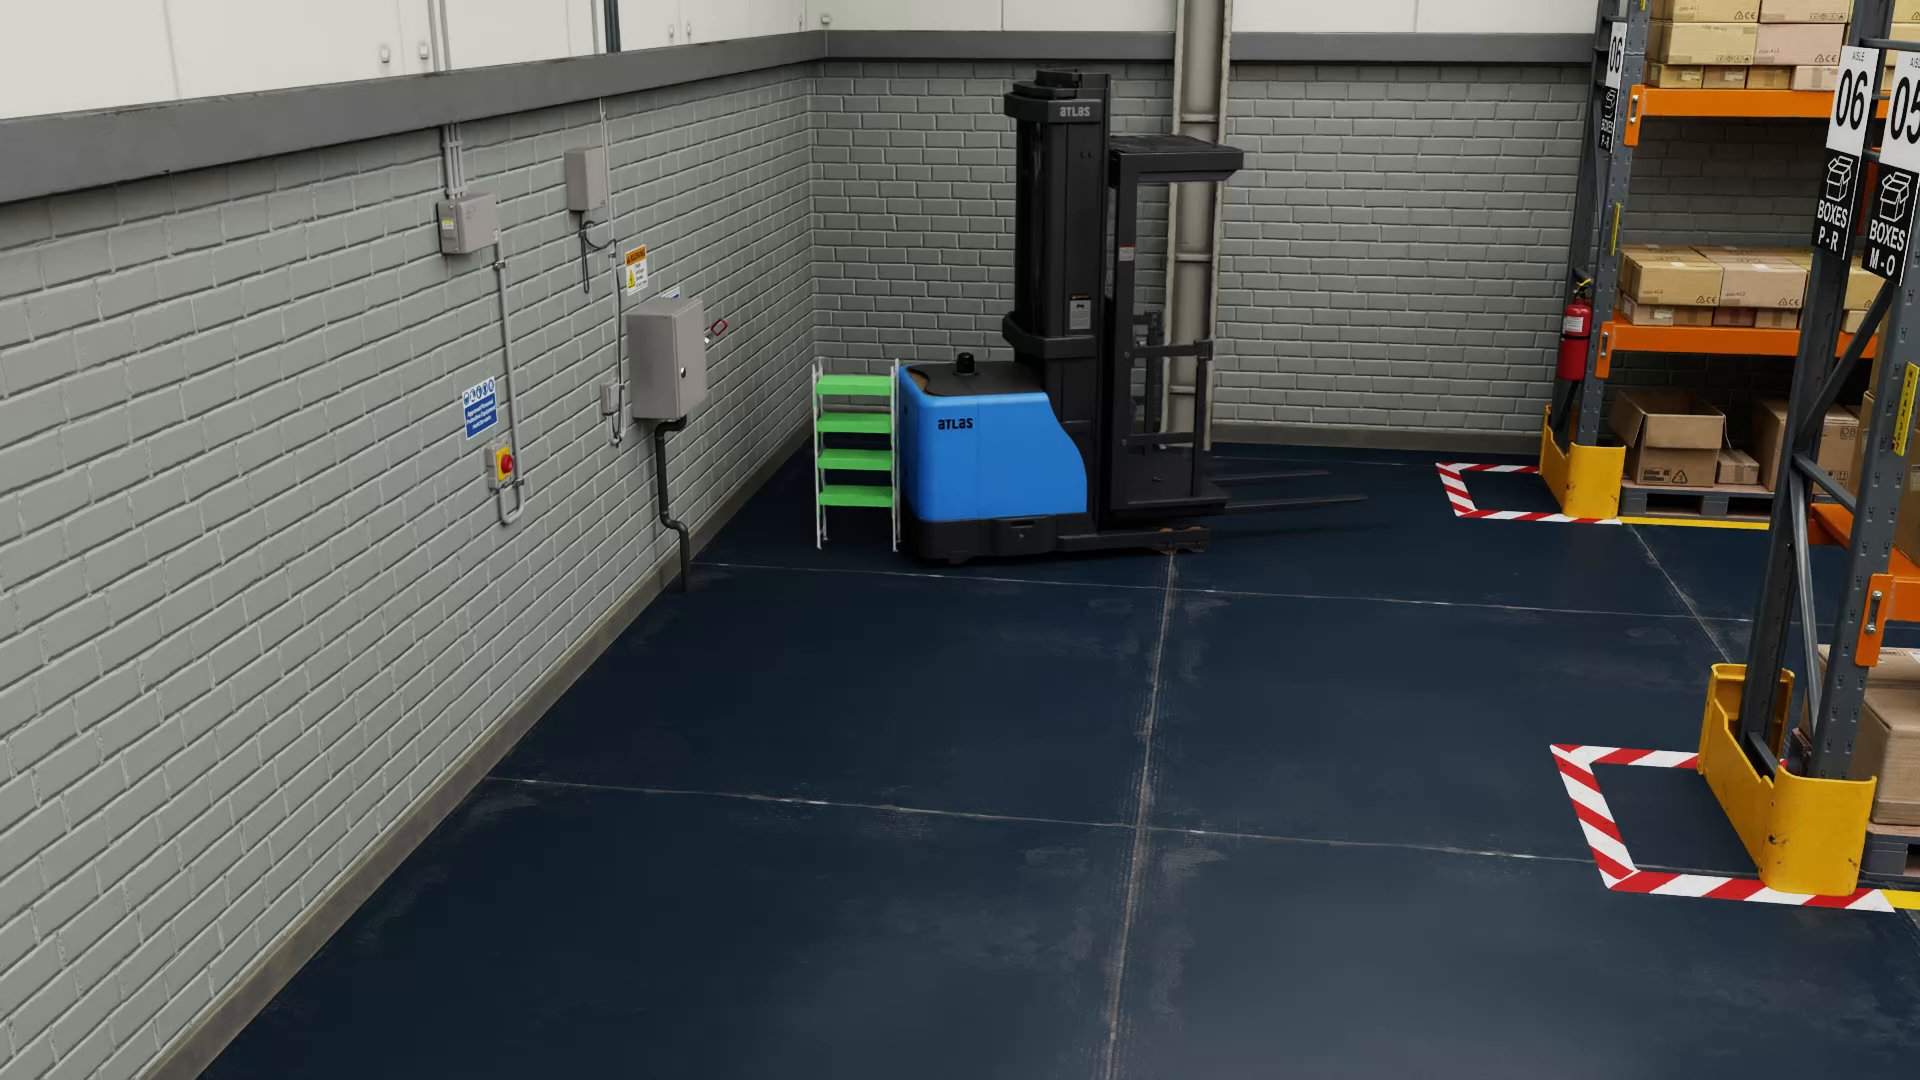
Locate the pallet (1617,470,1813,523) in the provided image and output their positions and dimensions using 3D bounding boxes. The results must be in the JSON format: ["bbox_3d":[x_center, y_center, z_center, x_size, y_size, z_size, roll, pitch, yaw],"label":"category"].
[{"bbox_3d":[5.148,-0.386,11.624,1.213,0.211,1.003,3,19,9],"label":"pallet"}]

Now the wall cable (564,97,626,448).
[{"bbox_3d":[-1.856,-1.400,8.659,0.122,1.984,0.588,3,19,9],"label":"wall cable"}]

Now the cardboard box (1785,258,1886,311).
[{"bbox_3d":[5.689,-1.665,10.820,0.500,0.250,0.500,3,19,8],"label":"cardboard box"}]

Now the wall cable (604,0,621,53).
[{"bbox_3d":[-1.558,-4.364,9.604,0.133,3.039,2.988,3,19,9],"label":"wall cable"}]

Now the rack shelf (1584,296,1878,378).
[{"bbox_3d":[6.260,-1.310,11.126,4.000,0.370,1.077,3,19,9],"label":"rack shelf"}]

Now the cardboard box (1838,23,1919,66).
[{"bbox_3d":[5.689,-3.088,10.344,0.500,0.250,0.500,2,19,7],"label":"cardboard box"}]

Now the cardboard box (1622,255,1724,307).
[{"bbox_3d":[4.691,-1.715,10.968,0.500,0.250,0.500,3,19,9],"label":"cardboard box"}]

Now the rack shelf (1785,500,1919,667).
[{"bbox_3d":[5.476,0.245,6.477,4.000,0.370,1.077,3,19,9],"label":"rack shelf"}]

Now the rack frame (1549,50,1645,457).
[{"bbox_3d":[4.285,-1.752,11.312,0.127,3.000,1.000,3,19,9],"label":"rack frame"}]

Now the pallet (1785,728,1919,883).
[{"bbox_3d":[4.304,1.141,7.060,1.213,0.211,1.003,3,19,9],"label":"pallet"}]

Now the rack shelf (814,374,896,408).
[{"bbox_3d":[-0.649,-0.935,10.394,0.480,0.148,0.258,2,19,5],"label":"rack shelf"}]

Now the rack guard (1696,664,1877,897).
[{"bbox_3d":[3.478,0.987,7.064,0.348,0.500,1.175,3,19,9],"label":"rack guard"}]

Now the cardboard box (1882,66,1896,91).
[{"bbox_3d":[5.820,-2.895,10.395,0.250,0.149,0.380,3,19,8],"label":"cardboard box"}]

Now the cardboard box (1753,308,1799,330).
[{"bbox_3d":[5.330,-1.498,10.948,0.250,0.149,0.380,4,19,10],"label":"cardboard box"}]

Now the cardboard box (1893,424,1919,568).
[{"bbox_3d":[3.930,-0.130,6.307,0.500,0.500,0.500,3,19,8],"label":"cardboard box"}]

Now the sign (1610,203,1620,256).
[{"bbox_3d":[4.199,-1.993,10.667,0.005,0.325,0.100,3,19,9],"label":"sign"}]

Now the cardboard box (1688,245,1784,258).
[{"bbox_3d":[5.291,-1.856,11.389,0.500,0.250,0.500,3,19,9],"label":"cardboard box"}]

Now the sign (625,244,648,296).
[{"bbox_3d":[-1.805,-1.509,9.284,0.001,0.242,0.339,3,19,9],"label":"sign"}]

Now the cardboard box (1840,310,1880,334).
[{"bbox_3d":[5.831,-1.450,10.805,0.250,0.149,0.380,2,19,7],"label":"cardboard box"}]

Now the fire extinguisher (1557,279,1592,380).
[{"bbox_3d":[4.067,-1.401,10.973,0.183,0.674,0.296,3,19,9],"label":"fire extinguisher"}]

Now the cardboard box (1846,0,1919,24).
[{"bbox_3d":[5.681,-3.328,10.275,0.500,0.250,0.500,3,19,8],"label":"cardboard box"}]

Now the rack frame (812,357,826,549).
[{"bbox_3d":[-0.892,-0.548,10.549,0.015,1.200,0.240,2,19,5],"label":"rack frame"}]

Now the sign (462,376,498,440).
[{"bbox_3d":[-2.137,-0.589,7.412,0.001,0.218,0.327,3,19,9],"label":"sign"}]

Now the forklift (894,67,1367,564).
[{"bbox_3d":[1.127,-1.457,10.540,3.031,2.935,1.130,-4,19,-11],"label":"forklift"}]

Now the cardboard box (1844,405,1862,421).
[{"bbox_3d":[6.218,-0.592,11.123,0.500,0.500,0.500,3,19,10],"label":"cardboard box"}]

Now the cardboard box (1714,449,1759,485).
[{"bbox_3d":[5.288,-0.505,11.417,0.250,0.149,0.380,2,19,6],"label":"cardboard box"}]

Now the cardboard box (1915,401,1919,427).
[{"bbox_3d":[3.930,-0.605,6.151,0.500,0.500,0.500,3,19,7],"label":"cardboard box"}]

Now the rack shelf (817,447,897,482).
[{"bbox_3d":[-0.649,-0.479,10.546,0.480,0.148,0.258,2,19,5],"label":"rack shelf"}]

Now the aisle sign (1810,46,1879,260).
[{"bbox_3d":[3.480,-1.530,6.553,0.004,0.787,0.394,3,19,9],"label":"aisle sign"}]

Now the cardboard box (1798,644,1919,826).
[{"bbox_3d":[4.169,0.821,6.998,0.875,0.438,0.875,2,19,7],"label":"cardboard box"}]

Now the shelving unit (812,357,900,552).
[{"bbox_3d":[-0.649,-0.540,10.526,0.503,1.200,0.258,2,19,5],"label":"shelving unit"}]

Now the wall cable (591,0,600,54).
[{"bbox_3d":[-2.037,-3.475,7.008,0.029,3.000,2.355,3,19,9],"label":"wall cable"}]

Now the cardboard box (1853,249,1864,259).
[{"bbox_3d":[6.295,-1.803,11.232,0.500,0.250,0.500,3,19,9],"label":"cardboard box"}]

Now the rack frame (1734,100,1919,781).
[{"bbox_3d":[3.502,-0.197,6.664,0.127,3.000,1.000,3,19,9],"label":"rack frame"}]

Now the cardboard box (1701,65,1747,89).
[{"bbox_3d":[4.826,-2.962,10.596,0.250,0.149,0.380,3,19,10],"label":"cardboard box"}]

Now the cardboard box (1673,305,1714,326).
[{"bbox_3d":[4.825,-1.532,11.051,0.250,0.149,0.380,3,19,10],"label":"cardboard box"}]

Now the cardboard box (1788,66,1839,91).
[{"bbox_3d":[5.307,-2.899,10.407,0.250,0.149,0.380,3,19,10],"label":"cardboard box"}]

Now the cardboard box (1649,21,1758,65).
[{"bbox_3d":[4.680,-3.137,10.490,0.500,0.250,0.500,3,19,8],"label":"cardboard box"}]

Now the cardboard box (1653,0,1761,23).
[{"bbox_3d":[4.684,-3.381,10.432,0.500,0.250,0.500,3,19,8],"label":"cardboard box"}]
